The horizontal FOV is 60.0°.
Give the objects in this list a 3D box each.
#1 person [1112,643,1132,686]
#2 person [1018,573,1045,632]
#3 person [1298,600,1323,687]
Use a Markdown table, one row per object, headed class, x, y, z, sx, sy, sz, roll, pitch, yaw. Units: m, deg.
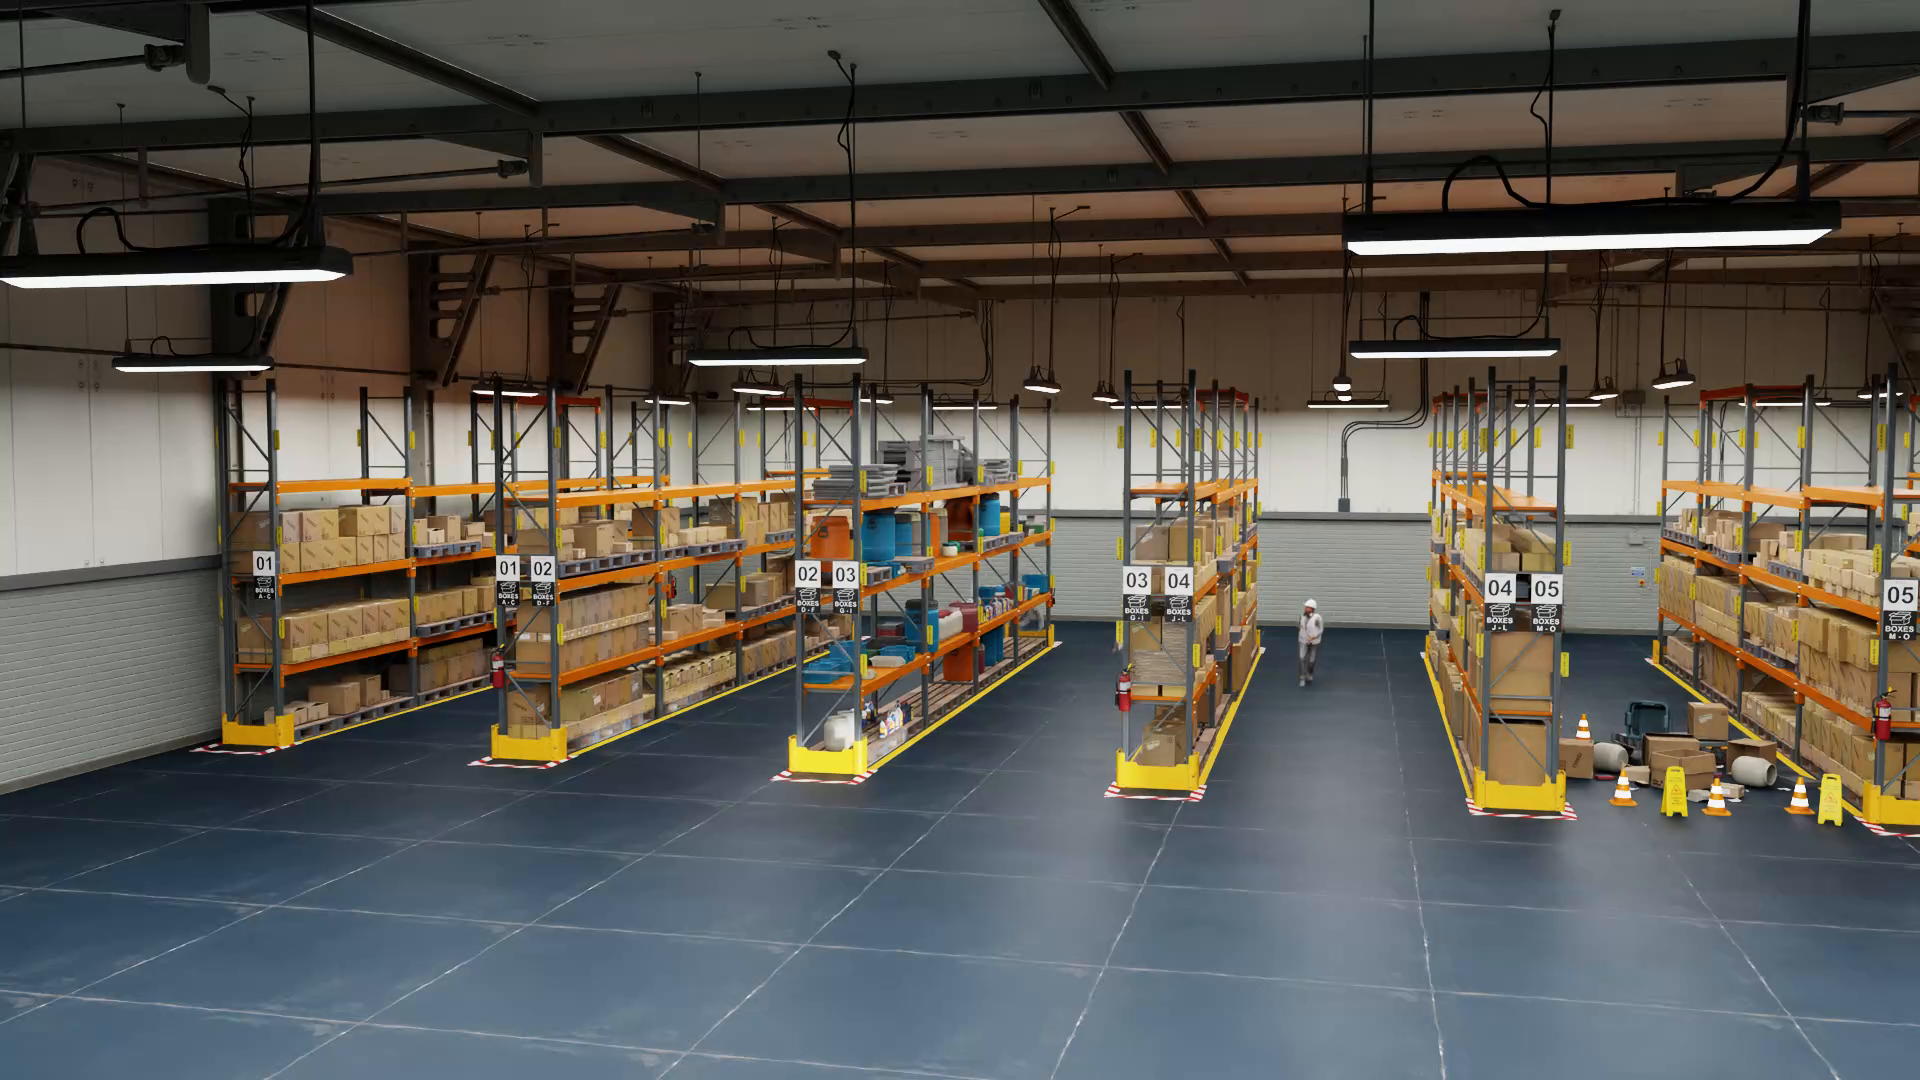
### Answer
| class | x | y | z | sx | sy | sz | roll | pitch | yaw |
| --- | --- | --- | --- | --- | --- | --- | --- | --- | --- |
| person | 3.344 | 2.178 | 33.192 | 0.556 | 1.652 | 0.928 | 1 | 4 | 20 |
| person | 1.824 | 1.652 | 41.848 | 0.984 | 1.636 | 0.543 | 2 | 4 | 27 |
| person | 7.196 | 2.099 | 34.126 | 0.491 | 1.757 | 0.983 | 1 | 4 | 13 |
